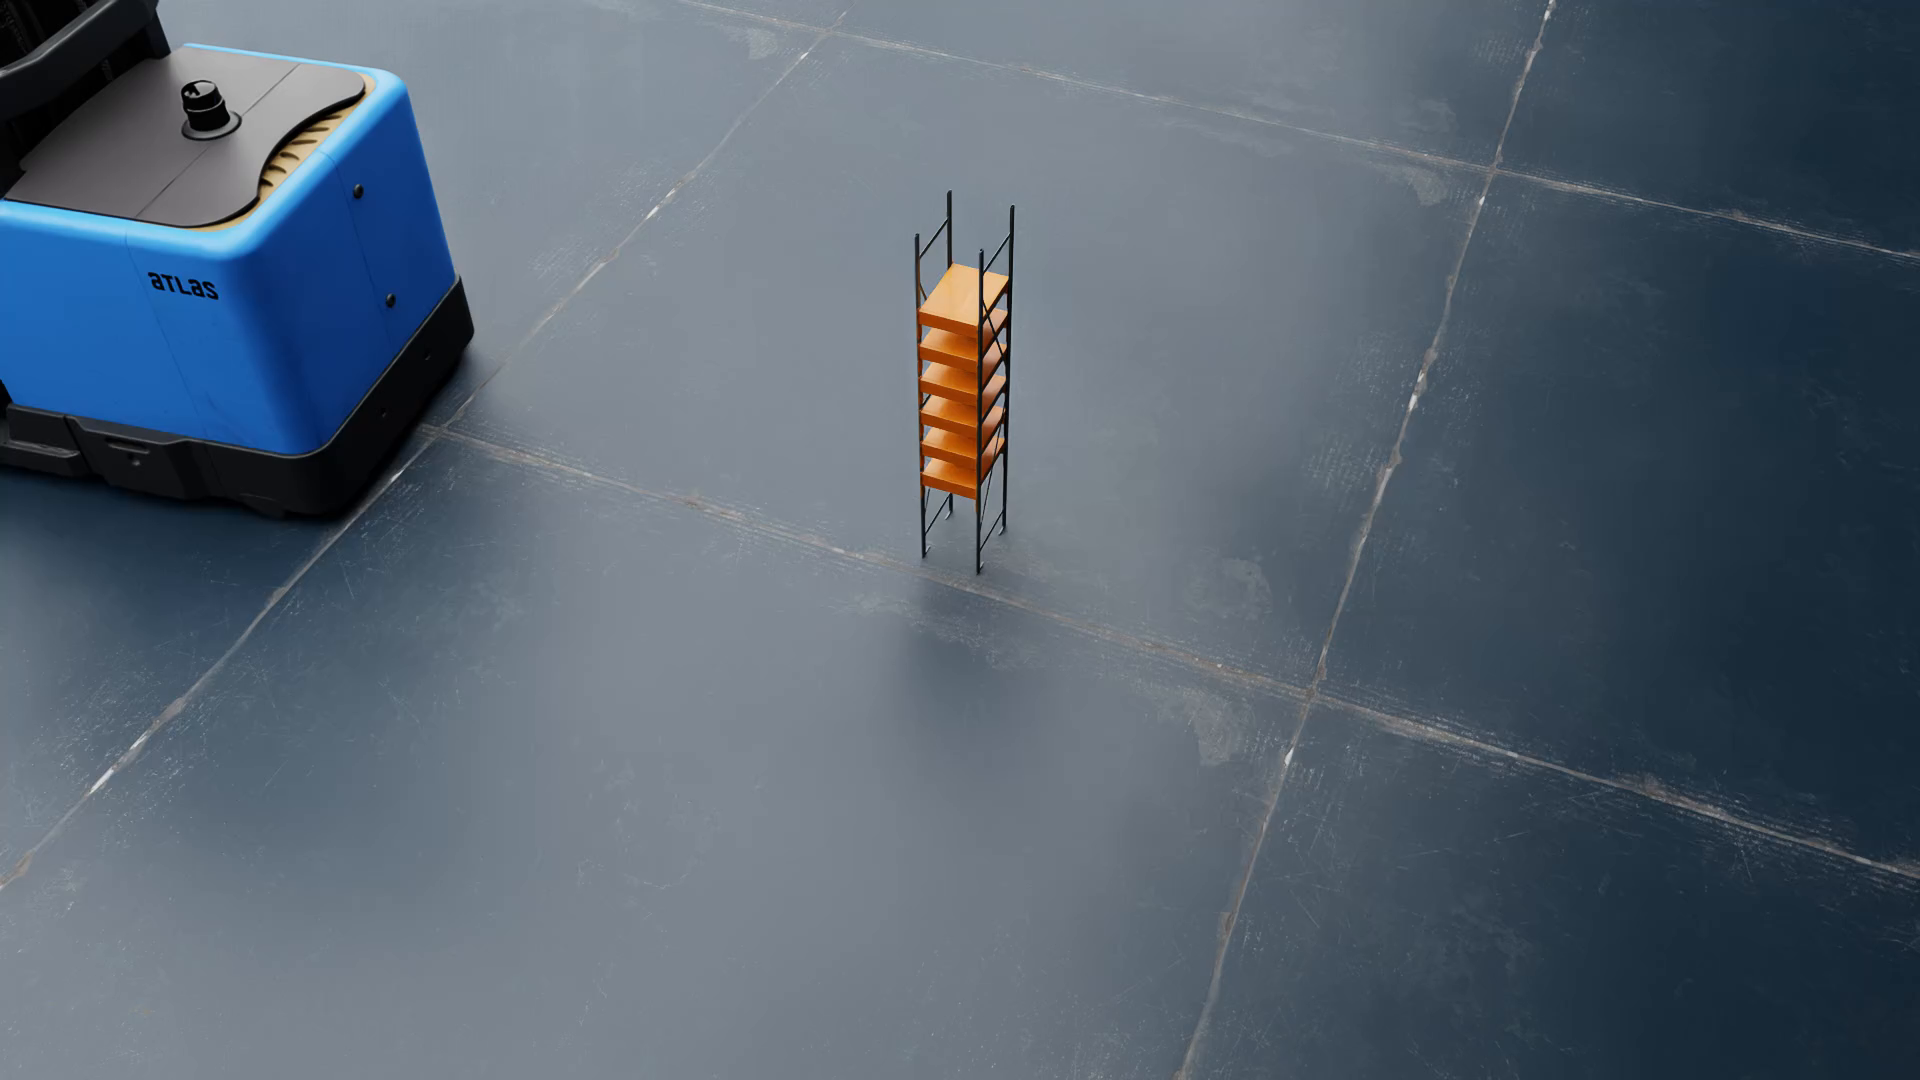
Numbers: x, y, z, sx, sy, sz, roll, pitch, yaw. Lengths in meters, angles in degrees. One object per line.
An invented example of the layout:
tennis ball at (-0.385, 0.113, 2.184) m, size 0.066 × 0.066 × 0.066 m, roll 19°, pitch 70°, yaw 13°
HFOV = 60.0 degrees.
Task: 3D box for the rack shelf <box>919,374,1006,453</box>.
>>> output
rack shelf at (0.013, -0.390, 4.854) m, size 0.180 × 0.103 × 0.258 m, roll 16°, pitch 47°, yaw 16°

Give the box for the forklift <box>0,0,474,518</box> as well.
forklift at (-3.292, -1.676, 4.856) m, size 3.031 × 2.935 × 1.130 m, roll 10°, pitch 46°, yaw 10°

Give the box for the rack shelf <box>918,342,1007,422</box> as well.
rack shelf at (0.013, -0.475, 4.770) m, size 0.180 × 0.103 × 0.258 m, roll 16°, pitch 47°, yaw 16°

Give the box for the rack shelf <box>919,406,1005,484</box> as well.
rack shelf at (0.013, -0.305, 4.939) m, size 0.180 × 0.103 × 0.258 m, roll 16°, pitch 47°, yaw 16°

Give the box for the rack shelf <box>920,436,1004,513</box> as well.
rack shelf at (0.013, -0.220, 5.023) m, size 0.180 × 0.103 × 0.258 m, roll 16°, pitch 47°, yaw 16°

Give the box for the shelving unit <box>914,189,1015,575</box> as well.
shelving unit at (0.013, -0.421, 4.823) m, size 0.189 × 1.200 × 0.258 m, roll 16°, pitch 47°, yaw 16°

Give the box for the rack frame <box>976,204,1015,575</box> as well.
rack frame at (0.098, -0.397, 4.798) m, size 0.006 × 1.200 × 0.240 m, roll 16°, pitch 47°, yaw 16°

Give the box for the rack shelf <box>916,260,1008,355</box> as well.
rack shelf at (0.013, -0.645, 4.600) m, size 0.180 × 0.103 × 0.258 m, roll 16°, pitch 47°, yaw 16°

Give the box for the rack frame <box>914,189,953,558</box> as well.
rack frame at (-0.071, -0.446, 4.848) m, size 0.006 × 1.200 × 0.240 m, roll 16°, pitch 47°, yaw 16°

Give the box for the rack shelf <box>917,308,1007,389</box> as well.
rack shelf at (0.013, -0.560, 4.685) m, size 0.180 × 0.103 × 0.258 m, roll 16°, pitch 47°, yaw 16°
